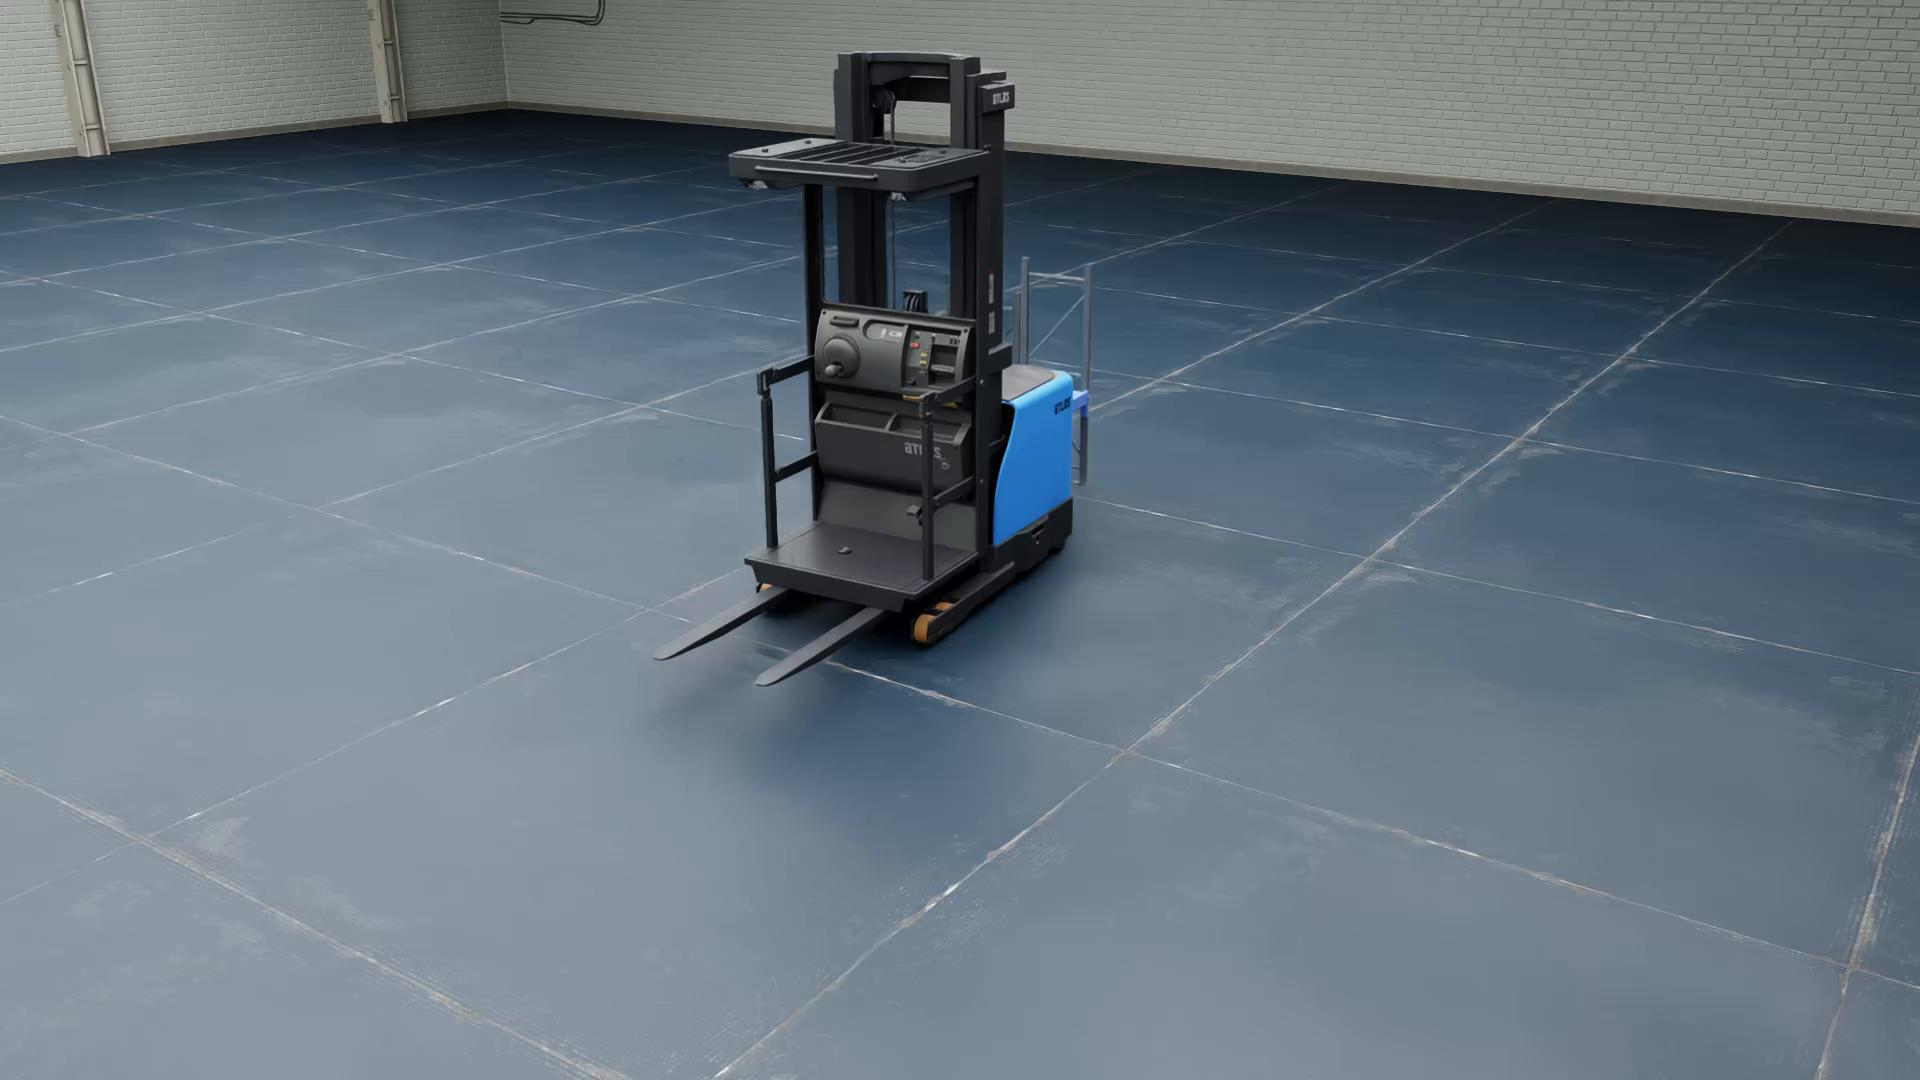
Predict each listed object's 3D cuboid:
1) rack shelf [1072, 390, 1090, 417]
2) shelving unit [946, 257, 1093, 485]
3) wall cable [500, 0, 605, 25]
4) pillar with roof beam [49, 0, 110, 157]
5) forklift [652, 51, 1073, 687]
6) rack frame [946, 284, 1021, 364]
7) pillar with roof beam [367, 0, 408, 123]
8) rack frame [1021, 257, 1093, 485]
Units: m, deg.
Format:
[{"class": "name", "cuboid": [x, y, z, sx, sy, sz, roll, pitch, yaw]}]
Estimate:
[{"class": "rack shelf", "cuboid": [0.388, -0.802, 10.789, 0.538, 0.185, 1.000, 11, 23, 27]}, {"class": "shelving unit", "cuboid": [0.388, -0.971, 10.727, 0.538, 1.500, 1.048, 11, 23, 27]}, {"class": "wall cable", "cuboid": [-8.167, -11.426, 32.660, 3.097, 2.526, 0.112, 13, 24, 32]}, {"class": "pillar with roof beam", "cuboid": [-10.729, -9.734, 23.609, 9.100, 9.000, 0.400, 13, 24, 32]}, {"class": "forklift", "cuboid": [-0.470, -0.998, 8.737, 1.130, 2.935, 3.031, 11, 23, 27]}, {"class": "rack frame", "cuboid": [0.141, -0.816, 10.310, 0.500, 1.500, 0.032, 11, 23, 27]}, {"class": "pillar with roof beam", "cuboid": [-7.356, -11.456, 28.263, 9.100, 9.000, 0.400, 13, 24, 32]}, {"class": "rack frame", "cuboid": [0.635, -1.125, 11.144, 0.500, 1.500, 0.032, 11, 23, 27]}]
